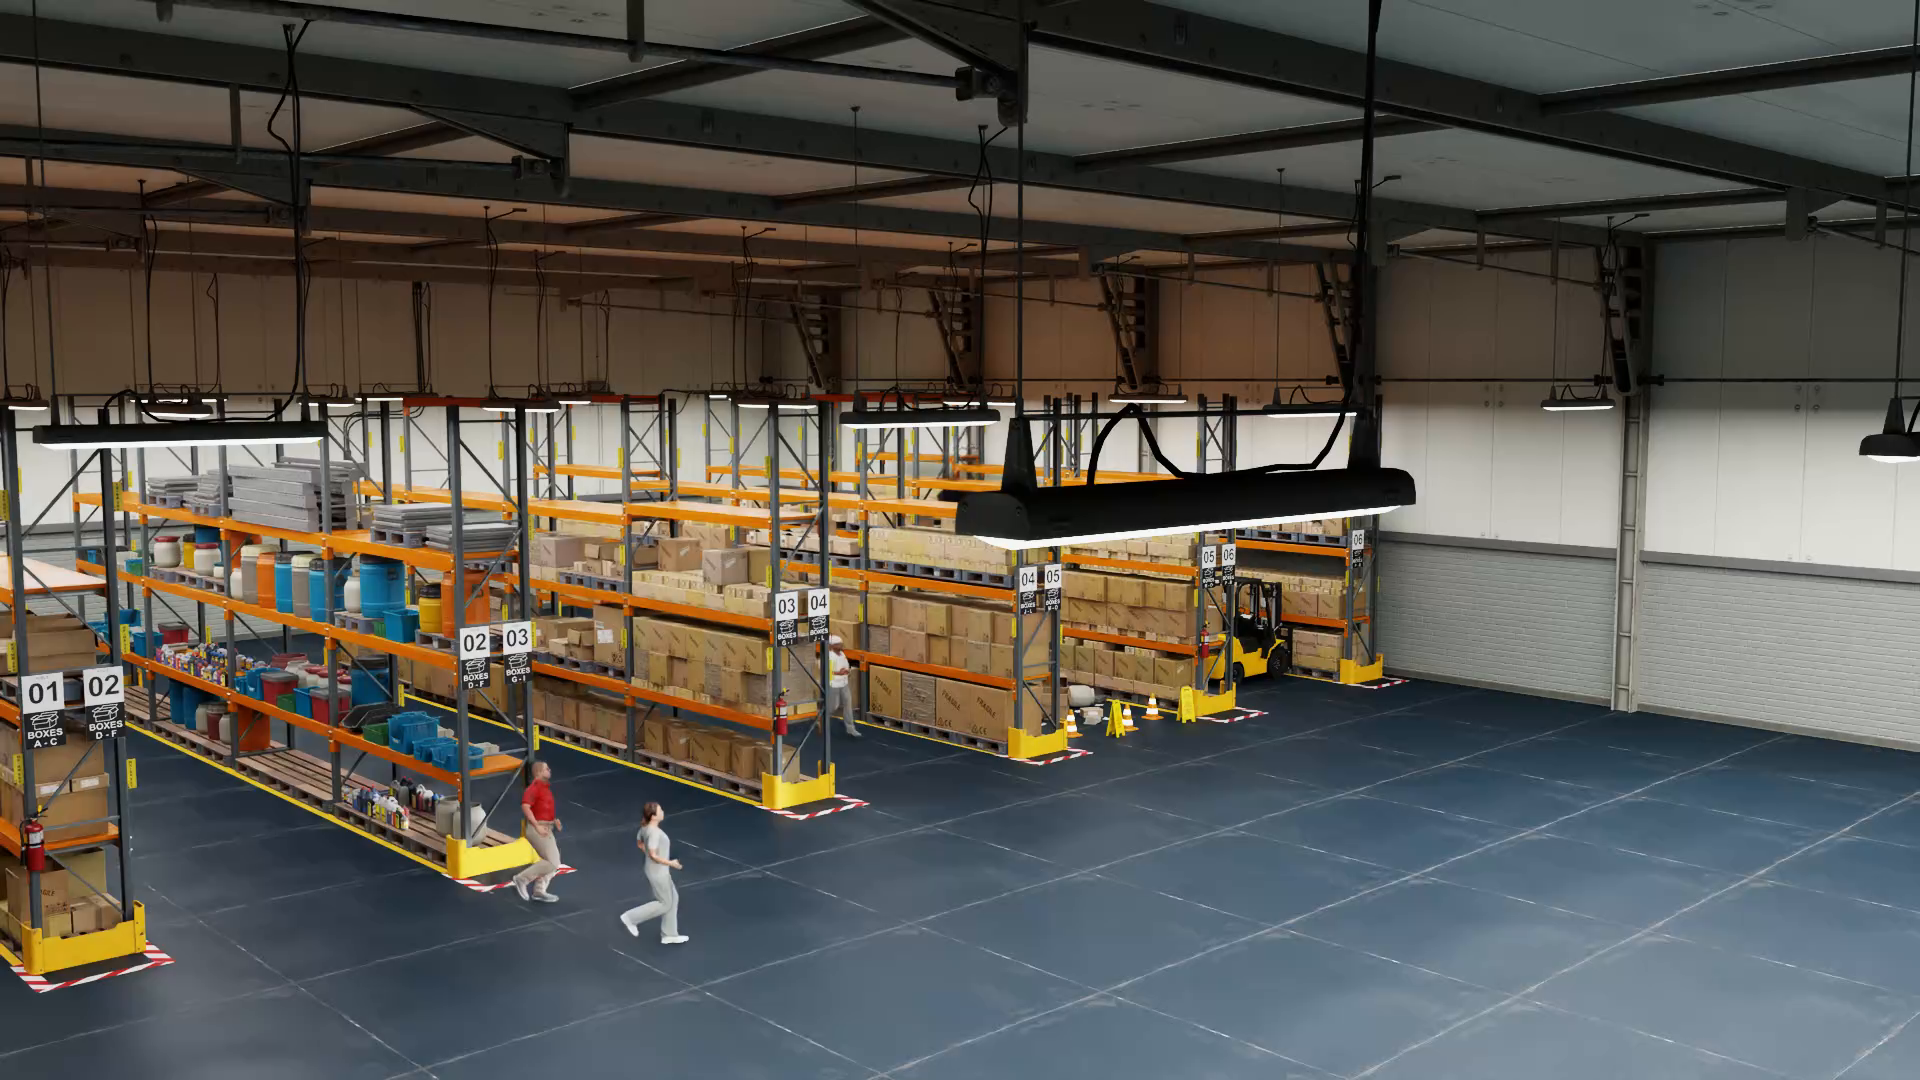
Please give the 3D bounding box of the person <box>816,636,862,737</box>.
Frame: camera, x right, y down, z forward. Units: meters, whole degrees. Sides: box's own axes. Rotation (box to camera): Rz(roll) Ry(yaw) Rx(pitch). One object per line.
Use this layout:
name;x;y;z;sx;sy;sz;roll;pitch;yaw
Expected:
person;-2.158;2.575;29.429;0.917;1.765;0.701;3;7;32

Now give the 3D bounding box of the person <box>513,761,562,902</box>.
person;-5.134;3.545;20.316;0.513;1.669;0.711;-1;6;-9

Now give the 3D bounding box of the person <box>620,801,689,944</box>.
person;-3.431;3.724;18.575;0.763;1.636;0.564;-2;6;-21
